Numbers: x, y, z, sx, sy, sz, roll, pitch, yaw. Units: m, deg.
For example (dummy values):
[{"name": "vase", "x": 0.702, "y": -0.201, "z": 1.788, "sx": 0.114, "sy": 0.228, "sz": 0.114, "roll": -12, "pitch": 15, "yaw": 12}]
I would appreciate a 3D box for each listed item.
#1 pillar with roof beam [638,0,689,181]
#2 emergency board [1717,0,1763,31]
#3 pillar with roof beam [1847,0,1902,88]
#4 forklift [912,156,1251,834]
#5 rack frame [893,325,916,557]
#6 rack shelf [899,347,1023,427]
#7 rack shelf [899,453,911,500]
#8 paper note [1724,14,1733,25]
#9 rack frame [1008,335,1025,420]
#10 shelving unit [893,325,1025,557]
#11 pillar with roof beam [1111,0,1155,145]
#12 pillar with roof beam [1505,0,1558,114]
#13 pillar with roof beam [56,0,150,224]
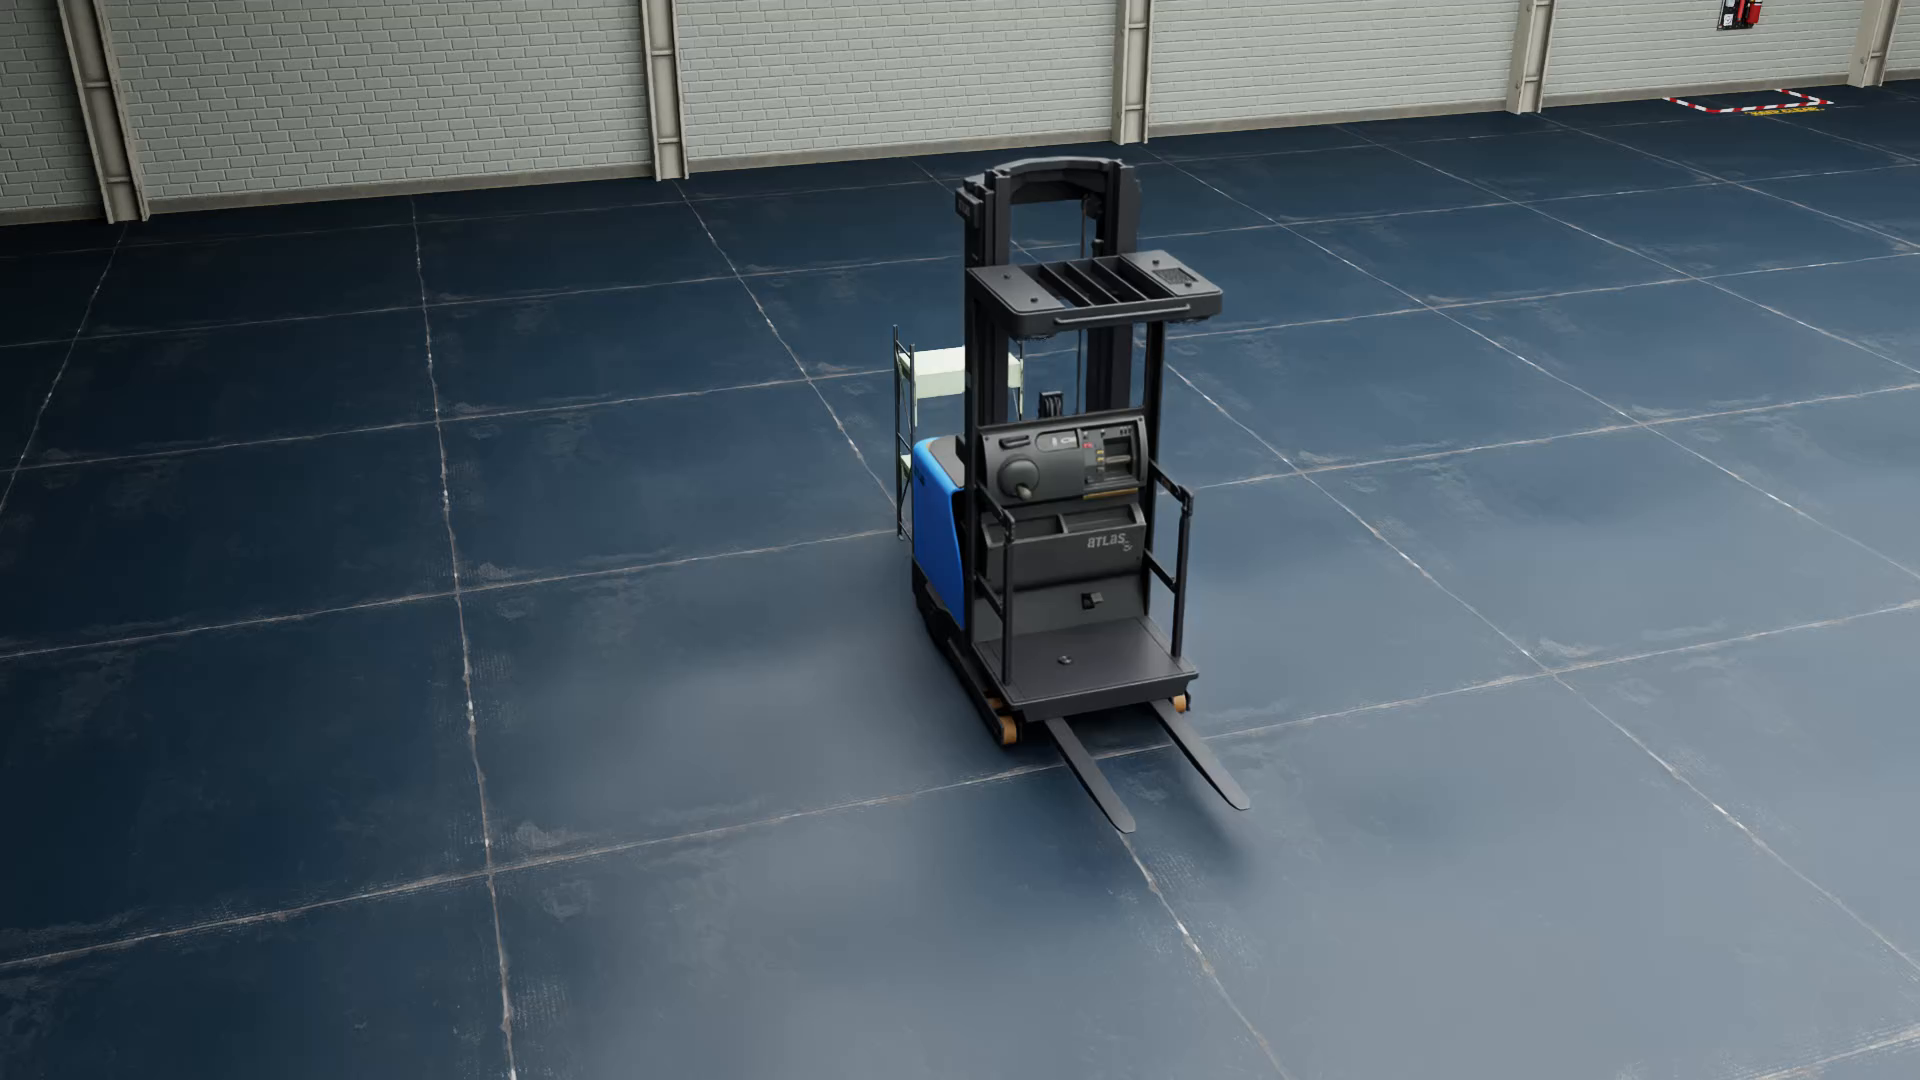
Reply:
[{"name": "pillar with roof beam", "x": -2.160, "y": -6.595, "z": 14.409, "sx": 0.400, "sy": 9.000, "sz": 9.100, "roll": -8, "pitch": 28, "yaw": -16}, {"name": "emergency board", "x": 11.260, "y": -7.883, "z": 23.749, "sx": 0.643, "sy": 1.169, "sz": 0.194, "roll": -8, "pitch": 28, "yaw": -16}, {"name": "pillar with roof beam", "x": 14.955, "y": -9.074, "z": 19.402, "sx": 0.400, "sy": 9.000, "sz": 9.100, "roll": -8, "pitch": 28, "yaw": -16}, {"name": "forklift", "x": 0.637, "y": -0.401, "z": 8.756, "sx": 1.130, "sy": 2.935, "sz": 3.031, "roll": -8, "pitch": 28, "yaw": -16}, {"name": "rack frame", "x": -0.354, "y": -0.620, "z": 10.807, "sx": 0.023, "sy": 1.500, "sz": 0.400, "roll": -8, "pitch": 28, "yaw": -16}, {"name": "rack shelf", "x": -0.006, "y": -1.020, "z": 10.735, "sx": 0.720, "sy": 0.370, "sz": 0.431, "roll": -8, "pitch": 28, "yaw": -16}, {"name": "rack shelf", "x": -0.006, "y": -0.379, "z": 11.054, "sx": 0.720, "sy": 0.370, "sz": 0.431, "roll": -8, "pitch": 28, "yaw": -16}, {"name": "paper note", "x": 11.071, "y": -7.493, "z": 23.955, "sx": 0.142, "sy": 0.148, "sz": 0.016, "roll": -8, "pitch": 28, "yaw": -16}, {"name": "rack frame", "x": 0.342, "y": -0.721, "z": 11.010, "sx": 0.023, "sy": 1.500, "sz": 0.400, "roll": -8, "pitch": 28, "yaw": -16}, {"name": "shelving unit", "x": -0.006, "y": -0.671, "z": 10.909, "sx": 0.755, "sy": 1.500, "sz": 0.431, "roll": -8, "pitch": 28, "yaw": -16}, {"name": "pillar with roof beam", "x": 3.545, "y": -7.421, "z": 16.073, "sx": 0.400, "sy": 9.000, "sz": 9.100, "roll": -8, "pitch": 28, "yaw": -16}, {"name": "pillar with roof beam", "x": 9.250, "y": -8.248, "z": 17.738, "sx": 0.400, "sy": 9.000, "sz": 9.100, "roll": -8, "pitch": 28, "yaw": -16}, {"name": "pillar with roof beam", "x": -7.865, "y": -5.769, "z": 12.745, "sx": 0.400, "sy": 9.000, "sz": 9.100, "roll": -8, "pitch": 28, "yaw": -16}]
